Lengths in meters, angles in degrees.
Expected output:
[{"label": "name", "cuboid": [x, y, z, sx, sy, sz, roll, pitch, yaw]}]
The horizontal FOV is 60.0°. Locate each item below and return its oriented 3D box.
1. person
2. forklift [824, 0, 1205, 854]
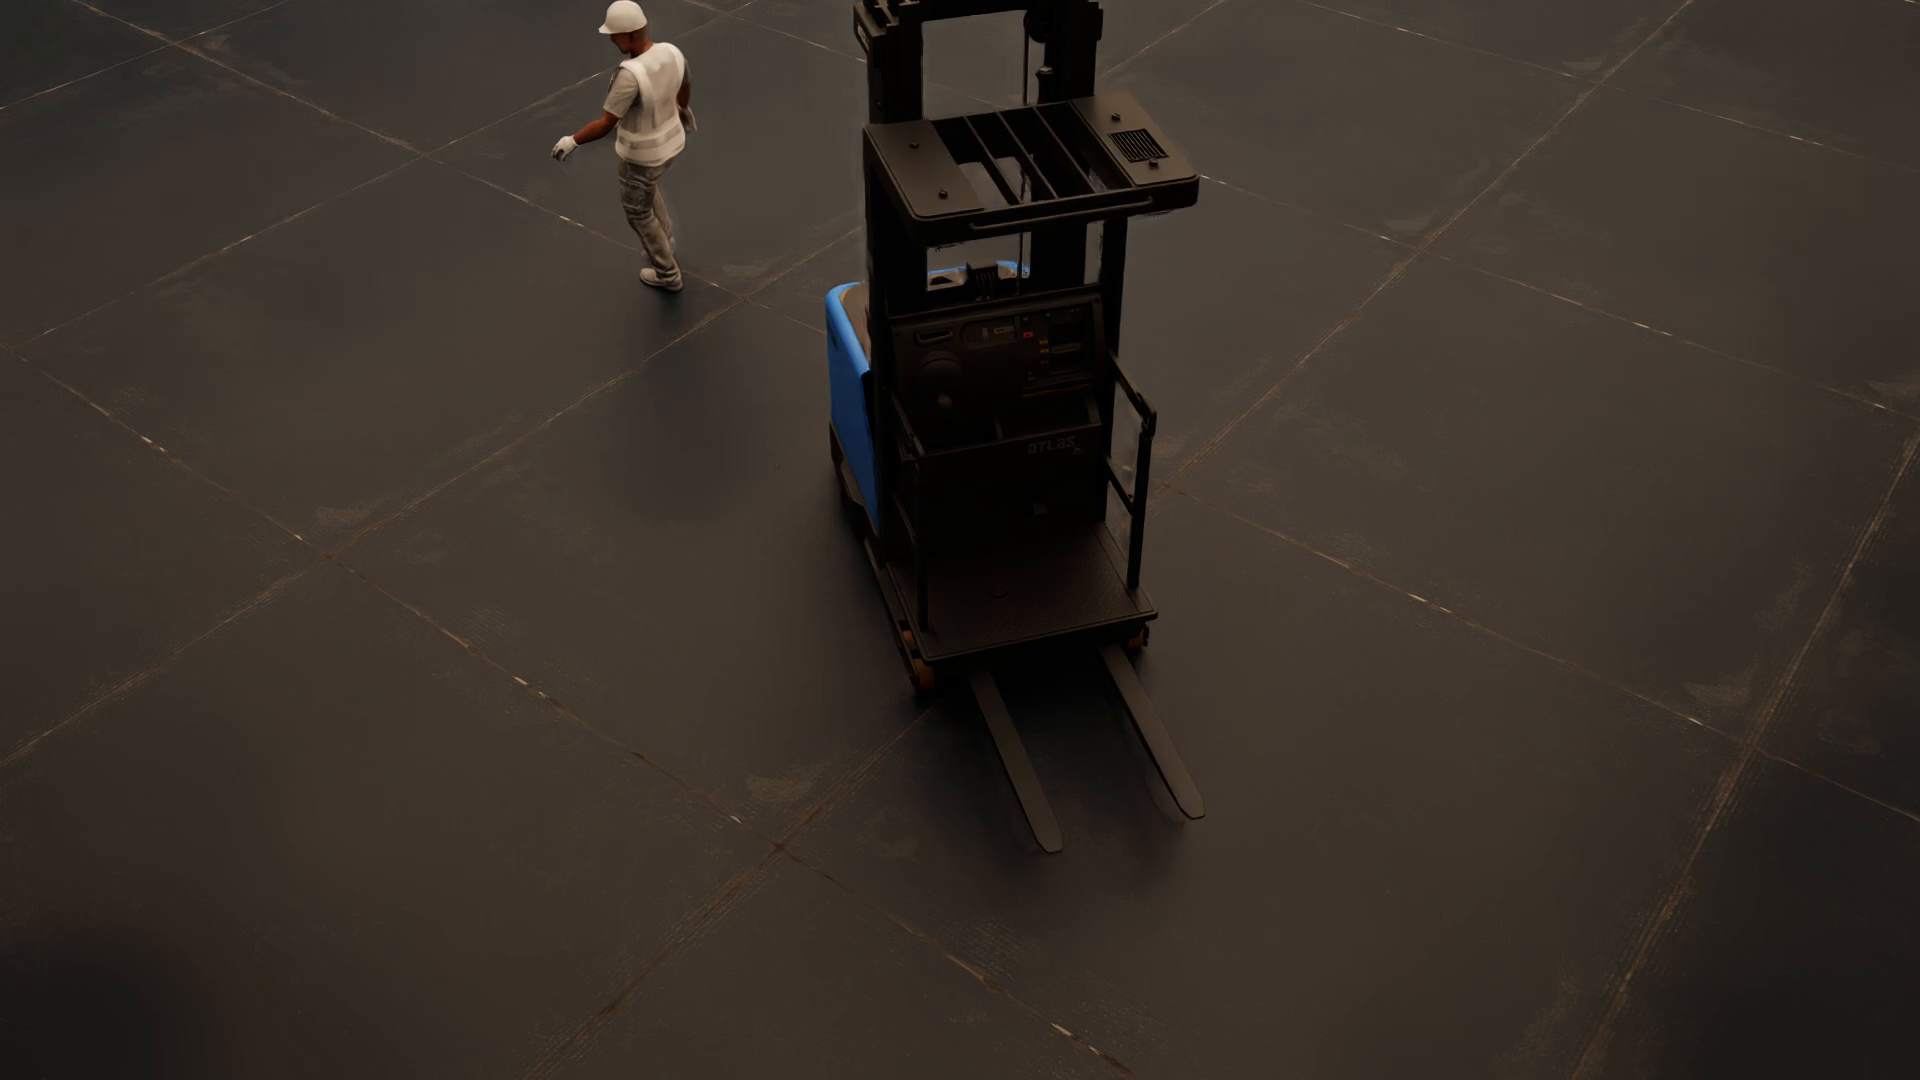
[{"label": "person", "cuboid": [-1.868, -2.281, 9.693, 0.532, 1.805, 0.998, 20, 44, 22]}, {"label": "forklift", "cuboid": [0.232, -0.714, 6.912, 1.130, 2.935, 3.031, -11, 42, -13]}]
